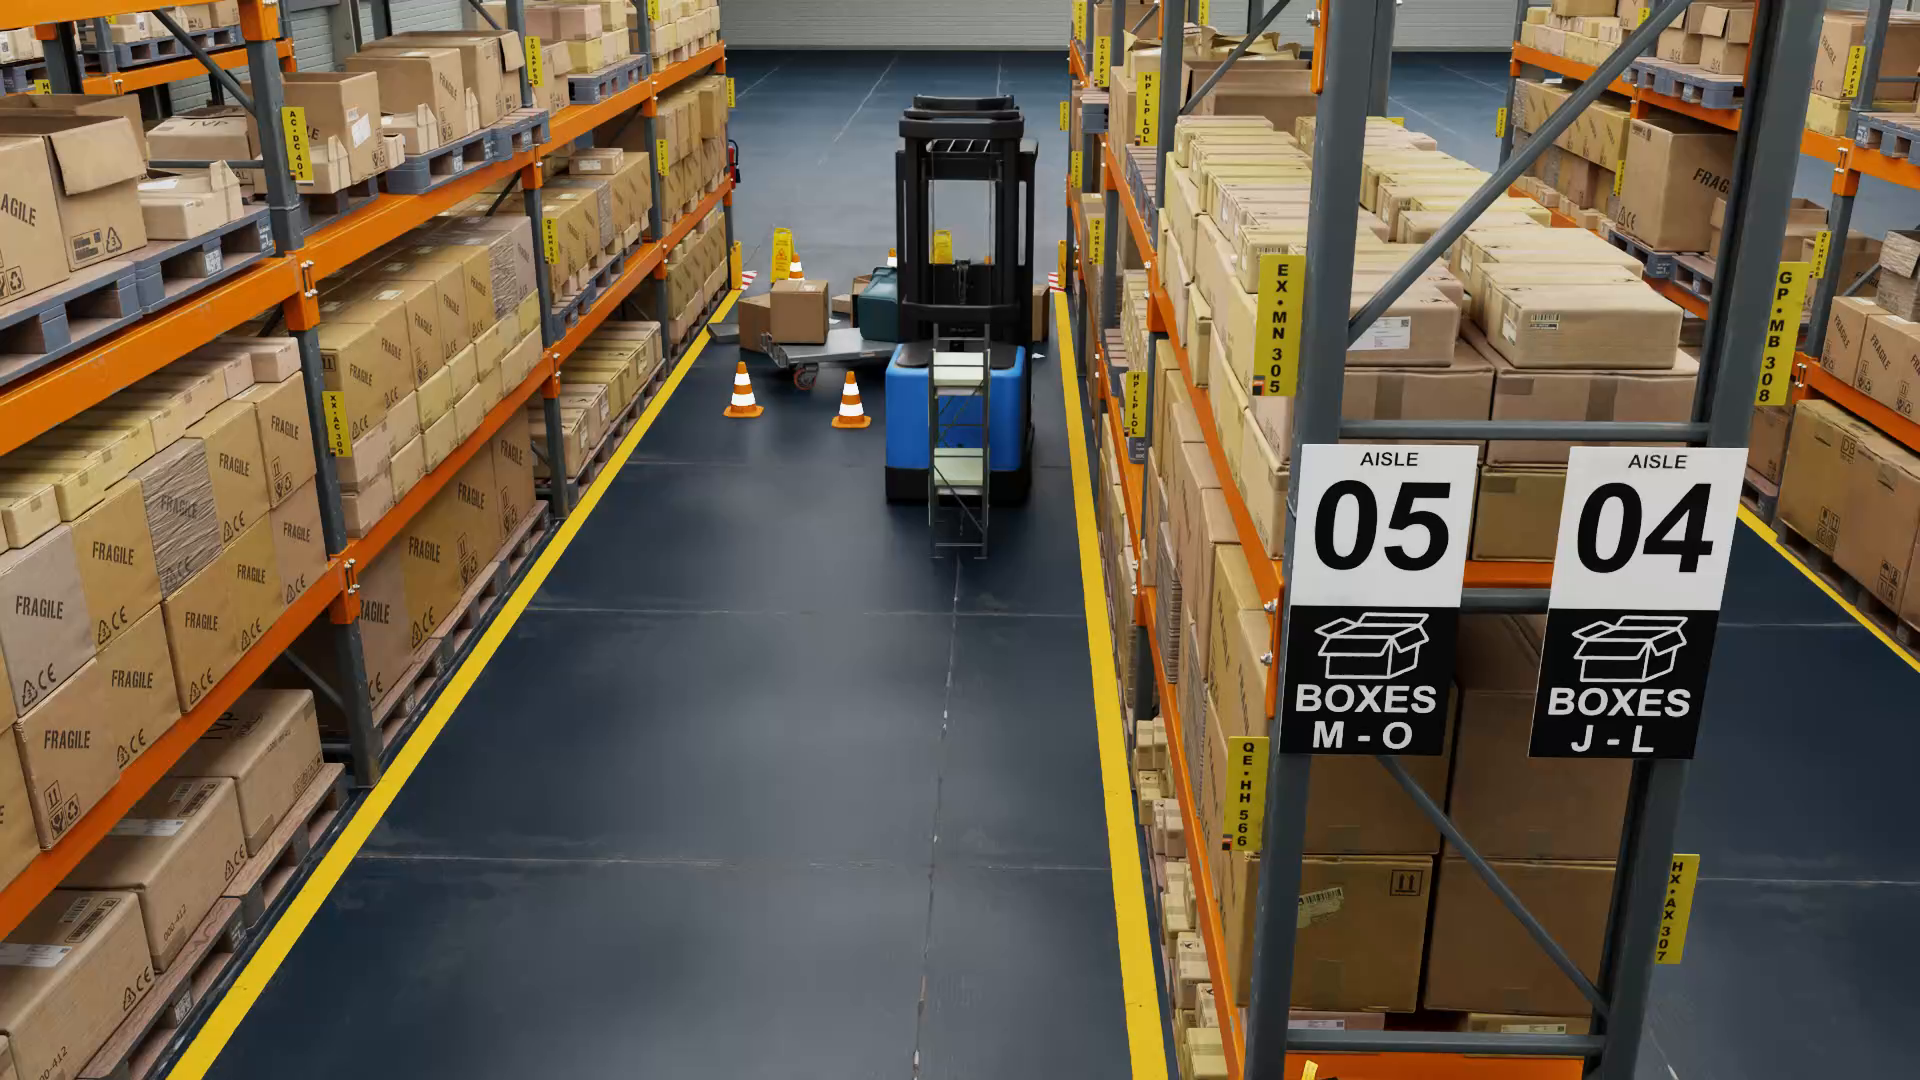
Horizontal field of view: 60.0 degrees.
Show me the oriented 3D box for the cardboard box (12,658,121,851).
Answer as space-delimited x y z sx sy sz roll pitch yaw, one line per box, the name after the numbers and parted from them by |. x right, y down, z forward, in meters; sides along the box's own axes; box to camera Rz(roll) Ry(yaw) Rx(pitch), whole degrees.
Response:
-3.355 0.741 5.835 0.500 0.500 0.500 1 21 1 | cardboard box

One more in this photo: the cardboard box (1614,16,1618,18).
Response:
6.878 -5.390 17.283 0.380 0.149 0.250 1 21 2 | cardboard box

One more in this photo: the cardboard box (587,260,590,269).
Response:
-3.214 -2.252 13.453 0.380 0.149 0.250 1 21 4 | cardboard box

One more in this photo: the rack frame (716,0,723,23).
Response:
-3.191 -7.257 18.293 1.000 3.000 0.127 1 21 2 | rack frame

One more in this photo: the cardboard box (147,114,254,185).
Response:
-3.739 -1.995 8.421 0.500 0.311 0.500 1 21 2 | cardboard box

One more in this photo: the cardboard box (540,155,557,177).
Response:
-3.611 -3.138 13.942 0.380 0.149 0.250 2 21 5 | cardboard box

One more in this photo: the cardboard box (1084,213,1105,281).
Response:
1.321 -2.492 14.168 0.500 0.500 0.500 1 21 1 | cardboard box

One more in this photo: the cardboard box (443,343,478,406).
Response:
-3.218 -0.995 9.962 0.500 0.250 0.500 0 21 0 | cardboard box

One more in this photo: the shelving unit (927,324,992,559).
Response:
0.000 -0.702 11.764 0.431 1.500 0.755 1 21 2 | shelving unit

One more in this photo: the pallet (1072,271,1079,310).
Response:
1.814 -2.853 19.089 1.003 0.211 1.213 1 21 2 | pallet

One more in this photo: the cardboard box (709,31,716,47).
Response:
-2.897 -5.519 18.308 0.380 0.149 0.250 1 21 2 | cardboard box

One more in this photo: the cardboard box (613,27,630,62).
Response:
-3.186 -4.326 14.511 0.500 0.250 0.500 0 21 1 | cardboard box

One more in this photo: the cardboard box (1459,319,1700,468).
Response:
1.546 -0.379 4.227 0.500 0.250 0.500 1 21 2 | cardboard box

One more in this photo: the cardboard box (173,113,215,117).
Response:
-8.434 -4.603 18.300 0.380 0.149 0.250 1 21 2 | cardboard box

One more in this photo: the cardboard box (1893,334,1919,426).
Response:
6.159 -0.961 10.221 0.500 0.500 0.500 0 21 1 | cardboard box

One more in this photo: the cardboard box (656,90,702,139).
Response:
-3.078 -4.378 17.233 0.700 0.500 0.500 1 21 1 | cardboard box

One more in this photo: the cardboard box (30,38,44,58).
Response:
-8.004 -4.190 14.163 0.380 0.149 0.250 1 21 1 | cardboard box

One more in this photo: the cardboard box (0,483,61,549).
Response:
-3.336 -0.085 5.684 0.380 0.149 0.250 1 21 2 | cardboard box

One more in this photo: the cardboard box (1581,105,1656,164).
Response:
6.345 -3.903 16.010 0.500 0.500 0.500 1 21 2 | cardboard box

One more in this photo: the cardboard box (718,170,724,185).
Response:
-2.886 -4.113 18.830 0.380 0.149 0.250 0 21 1 | cardboard box

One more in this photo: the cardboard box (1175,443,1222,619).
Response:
1.073 -0.040 6.053 0.500 0.500 0.500 0 21 0 | cardboard box

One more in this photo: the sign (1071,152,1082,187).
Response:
1.083 -3.442 15.448 0.100 0.325 0.005 1 21 2 | sign

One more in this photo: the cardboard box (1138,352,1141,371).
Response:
1.259 -1.032 9.896 0.380 0.149 0.250 1 21 4 | cardboard box

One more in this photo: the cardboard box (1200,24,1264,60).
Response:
1.764 -3.203 10.794 0.396 0.266 0.258 1 21 2 | cardboard box

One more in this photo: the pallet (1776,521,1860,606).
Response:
6.372 0.125 11.414 1.003 0.211 1.213 1 21 2 | pallet

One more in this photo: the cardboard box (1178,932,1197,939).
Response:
1.047 1.675 6.514 0.380 0.149 0.250 2 21 4 | cardboard box

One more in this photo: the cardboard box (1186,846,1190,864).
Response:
1.151 1.350 6.940 0.380 0.149 0.250 0 21 -1 | cardboard box

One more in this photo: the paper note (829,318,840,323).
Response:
-1.406 -2.402 18.193 0.148 0.019 0.142 8 23 20 | paper note

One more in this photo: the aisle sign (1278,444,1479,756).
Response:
0.971 0.154 3.893 0.394 0.787 0.004 1 21 2 | aisle sign

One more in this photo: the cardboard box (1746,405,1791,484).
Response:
6.471 -0.741 12.640 0.700 0.500 0.500 0 21 -1 | cardboard box

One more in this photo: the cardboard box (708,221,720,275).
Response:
-2.967 -3.243 18.424 0.500 0.500 0.500 1 21 4 | cardboard box

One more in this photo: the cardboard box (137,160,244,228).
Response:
-3.256 -1.465 6.979 0.396 0.266 0.258 1 21 3 | cardboard box

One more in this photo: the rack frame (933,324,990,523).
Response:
0.011 -0.834 12.105 0.400 1.500 0.023 1 21 2 | rack frame

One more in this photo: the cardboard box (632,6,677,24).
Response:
-2.946 -5.062 16.027 0.380 0.149 0.250 0 21 1 | cardboard box

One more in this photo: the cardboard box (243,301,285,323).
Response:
-3.785 -0.986 8.903 0.500 0.500 0.500 1 21 3 | cardboard box

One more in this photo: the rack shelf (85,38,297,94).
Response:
-8.213 -4.854 17.239 1.077 0.370 4.000 1 21 2 | rack shelf

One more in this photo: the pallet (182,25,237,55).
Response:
-8.234 -5.173 17.191 1.003 0.211 1.213 1 21 2 | pallet

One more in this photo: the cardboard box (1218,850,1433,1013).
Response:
1.029 0.992 4.777 0.500 0.500 0.500 1 21 3 | cardboard box

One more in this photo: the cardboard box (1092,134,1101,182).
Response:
1.684 -3.703 15.725 0.875 0.550 0.550 1 21 2 | cardboard box

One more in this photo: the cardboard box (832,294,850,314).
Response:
-1.212 -2.636 18.616 0.380 0.149 0.250 13 25 29 | cardboard box

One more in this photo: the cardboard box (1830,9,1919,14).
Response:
6.770 -3.669 12.363 0.500 0.500 0.500 0 21 0 | cardboard box

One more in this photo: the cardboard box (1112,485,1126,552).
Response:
1.196 -0.133 10.063 0.500 0.250 0.500 0 21 -1 | cardboard box

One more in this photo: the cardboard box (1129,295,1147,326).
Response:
1.283 -1.460 10.588 0.380 0.149 0.250 0 21 -1 | cardboard box

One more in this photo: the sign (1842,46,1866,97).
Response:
5.929 -3.105 11.024 0.100 0.325 0.005 1 21 2 | sign

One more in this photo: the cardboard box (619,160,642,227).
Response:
-3.111 -3.046 14.604 0.500 0.500 0.500 1 21 2 | cardboard box

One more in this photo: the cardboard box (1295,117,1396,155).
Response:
1.659 -1.735 7.172 0.380 0.149 0.250 0 21 -1 | cardboard box

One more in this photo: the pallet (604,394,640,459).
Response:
-3.369 -0.990 14.290 1.003 0.211 1.213 1 21 2 | pallet

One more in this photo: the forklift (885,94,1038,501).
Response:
0.060 -2.152 13.522 1.130 2.935 3.031 2 21 4 | forklift

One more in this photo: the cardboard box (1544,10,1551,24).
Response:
6.486 -5.584 17.782 0.380 0.149 0.250 0 21 1 | cardboard box

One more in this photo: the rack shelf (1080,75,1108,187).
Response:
1.577 -3.336 13.328 1.077 0.370 4.000 1 21 2 | rack shelf

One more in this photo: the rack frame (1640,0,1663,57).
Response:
6.593 -5.702 14.285 1.000 3.000 0.127 1 21 2 | rack frame

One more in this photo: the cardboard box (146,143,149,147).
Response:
-8.068 -3.763 16.134 0.380 0.149 0.250 1 21 2 | cardboard box

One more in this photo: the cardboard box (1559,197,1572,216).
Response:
6.366 -3.411 17.021 0.380 0.149 0.250 1 21 2 | cardboard box

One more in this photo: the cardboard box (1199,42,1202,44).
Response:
1.773 -3.561 12.403 0.500 0.250 0.500 1 21 3 | cardboard box

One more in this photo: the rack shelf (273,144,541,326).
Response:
-3.495 -1.908 9.647 1.077 0.370 4.000 1 21 2 | rack shelf

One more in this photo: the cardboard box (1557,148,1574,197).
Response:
6.690 -3.795 17.114 0.875 0.500 0.500 1 21 2 | cardboard box

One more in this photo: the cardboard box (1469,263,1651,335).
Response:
1.536 -0.612 4.277 0.380 0.149 0.250 1 21 4 | cardboard box

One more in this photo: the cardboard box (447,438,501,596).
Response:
-3.570 -0.202 10.759 0.875 0.875 0.875 1 21 2 | cardboard box
